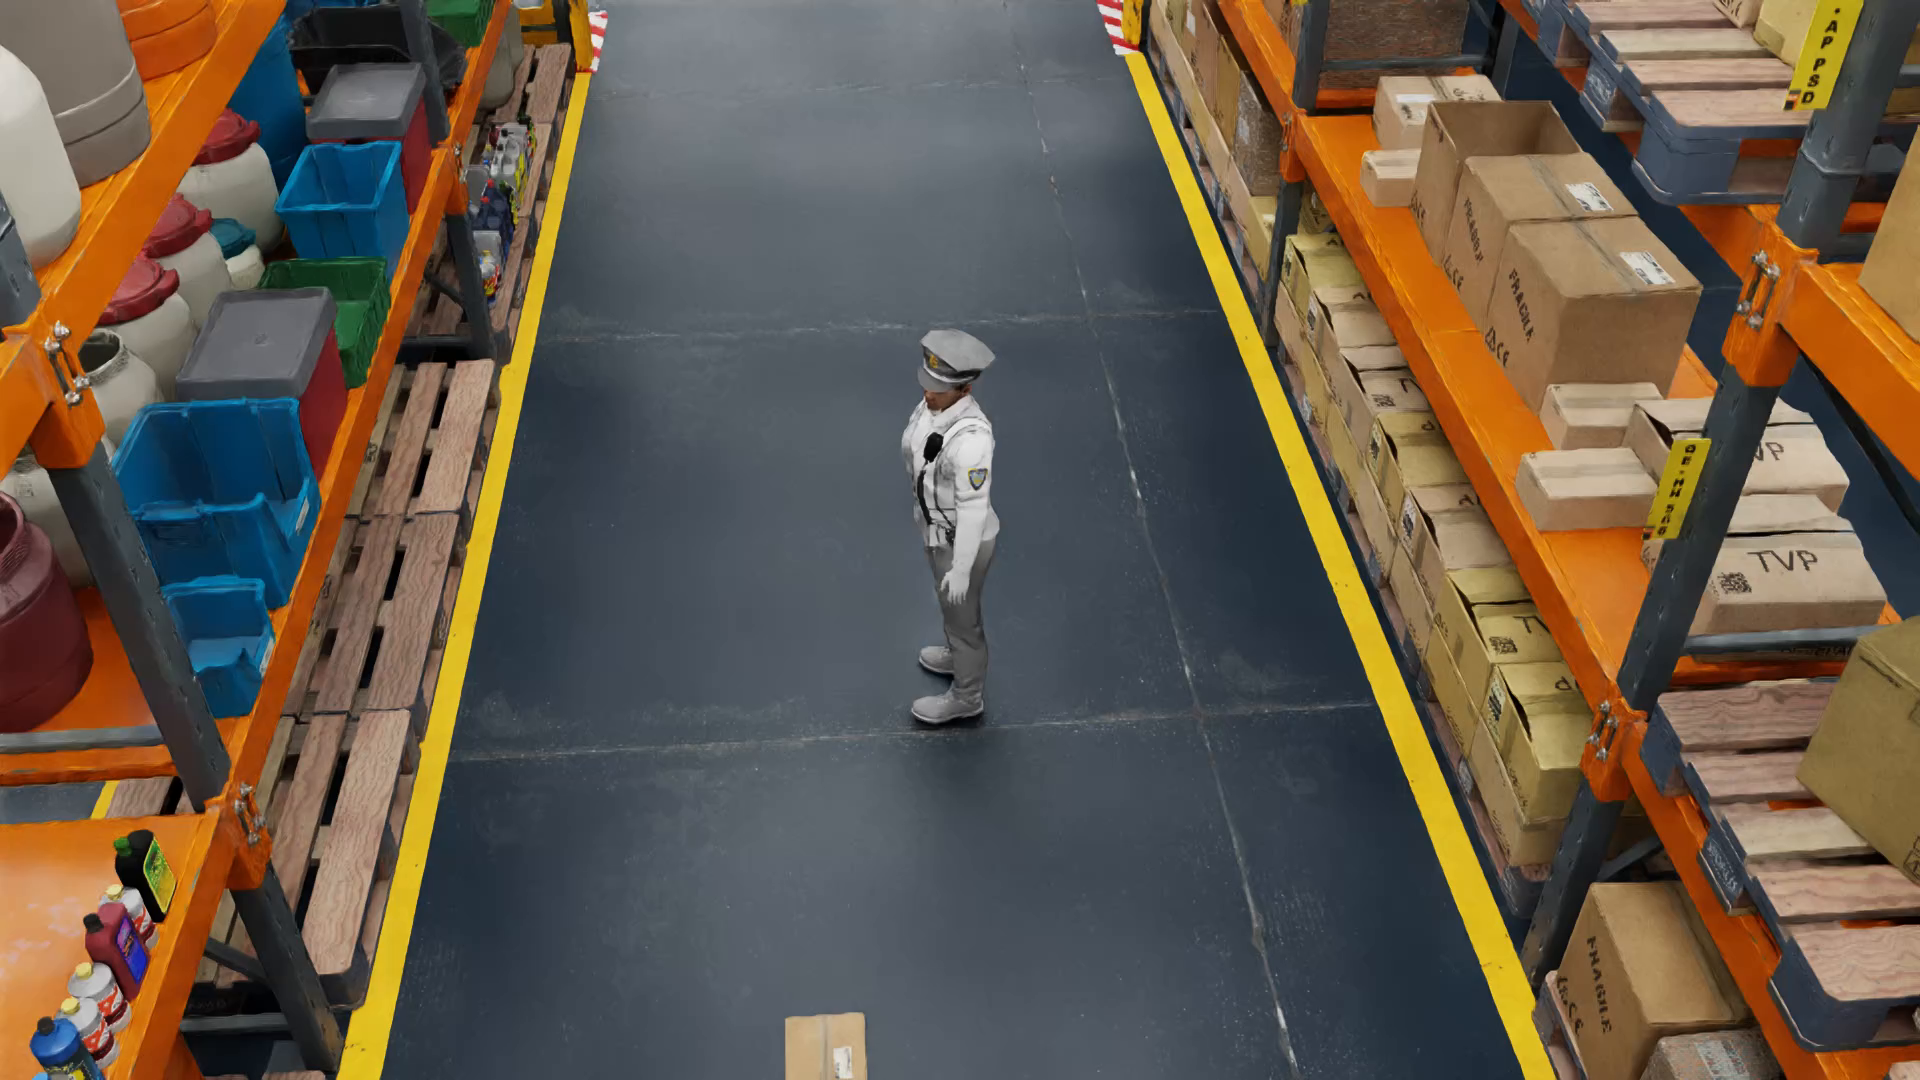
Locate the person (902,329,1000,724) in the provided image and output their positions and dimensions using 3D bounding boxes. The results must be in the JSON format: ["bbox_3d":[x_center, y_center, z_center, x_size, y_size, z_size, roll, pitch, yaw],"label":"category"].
[{"bbox_3d":[-0.042,-0.022,6.133,0.344,1.686,0.545,-9,40,-11],"label":"person"}]
